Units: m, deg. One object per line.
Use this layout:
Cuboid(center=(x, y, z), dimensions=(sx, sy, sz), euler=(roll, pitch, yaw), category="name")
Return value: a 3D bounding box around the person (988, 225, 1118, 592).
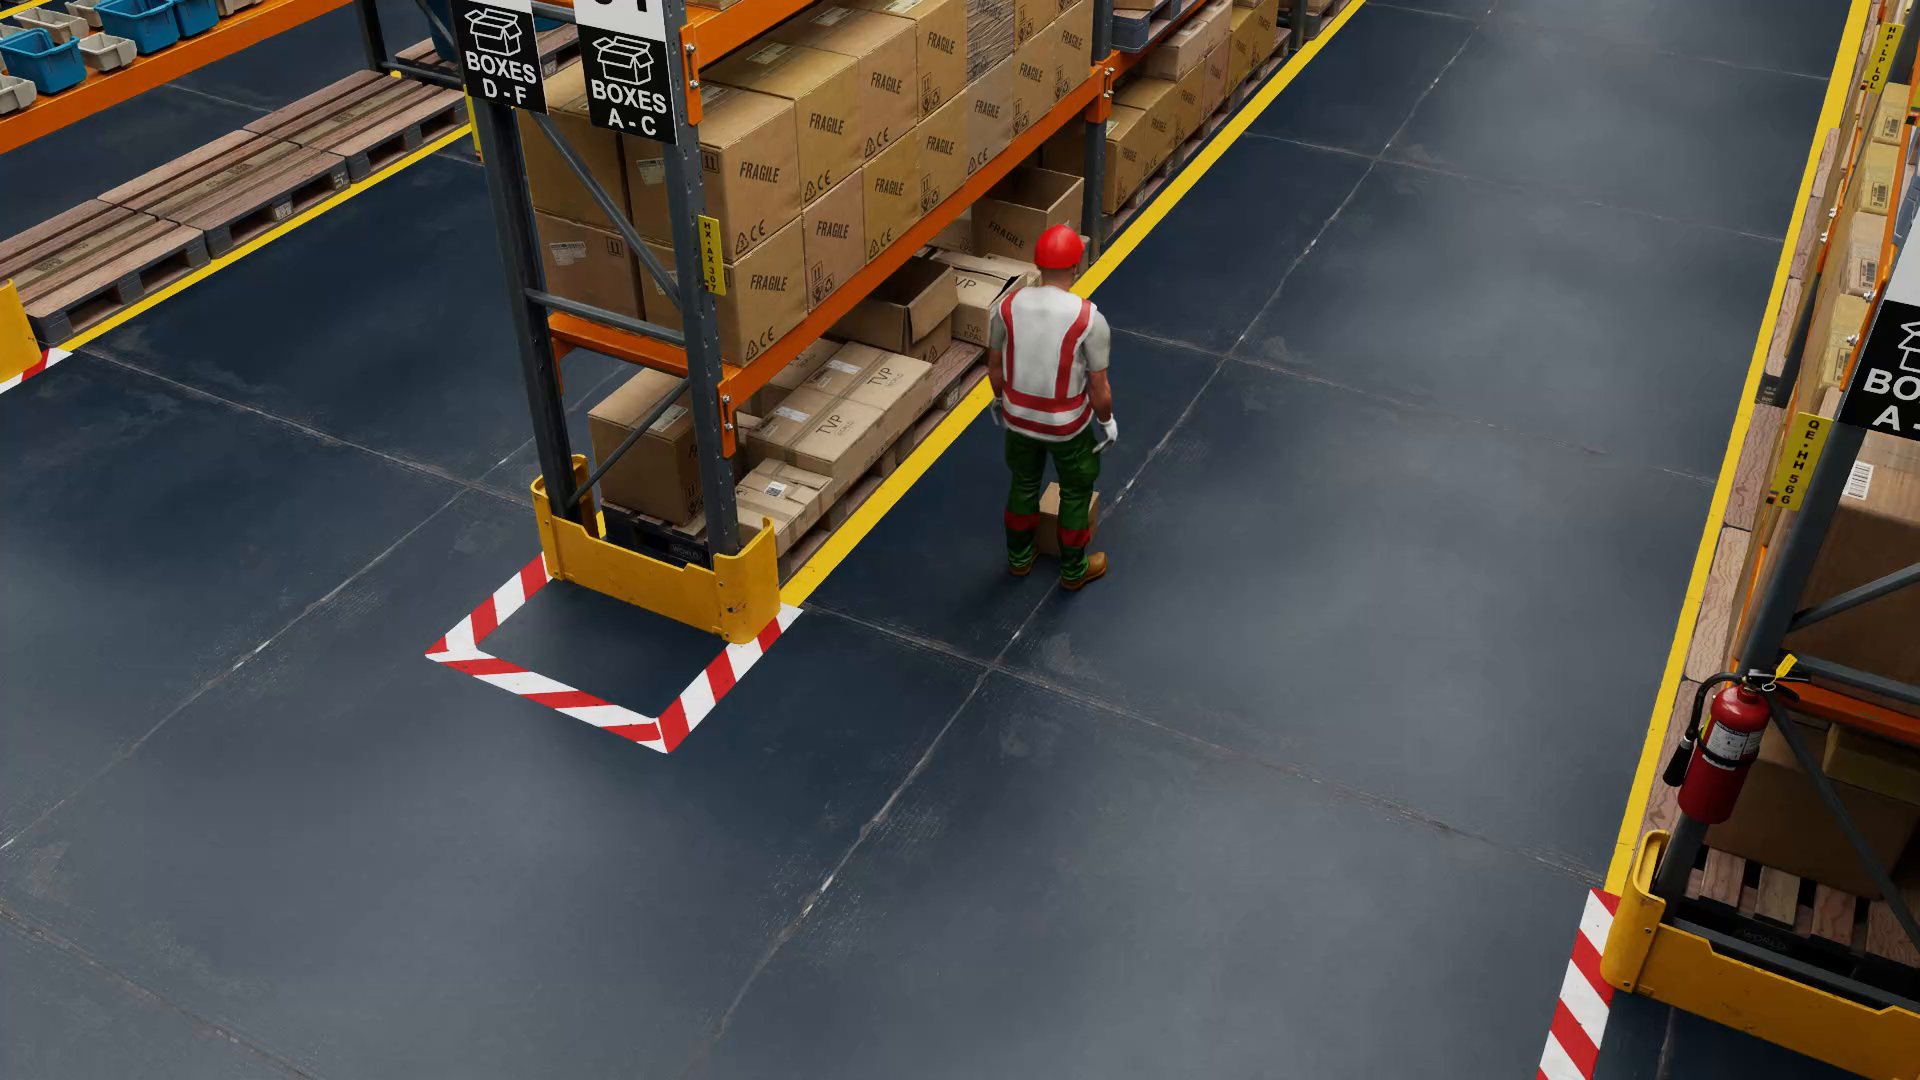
Cuboid(center=(0.416, -0.564, 7.470), dimensions=(0.608, 1.779, 0.449), euler=(16, 40, 20), category="person")
